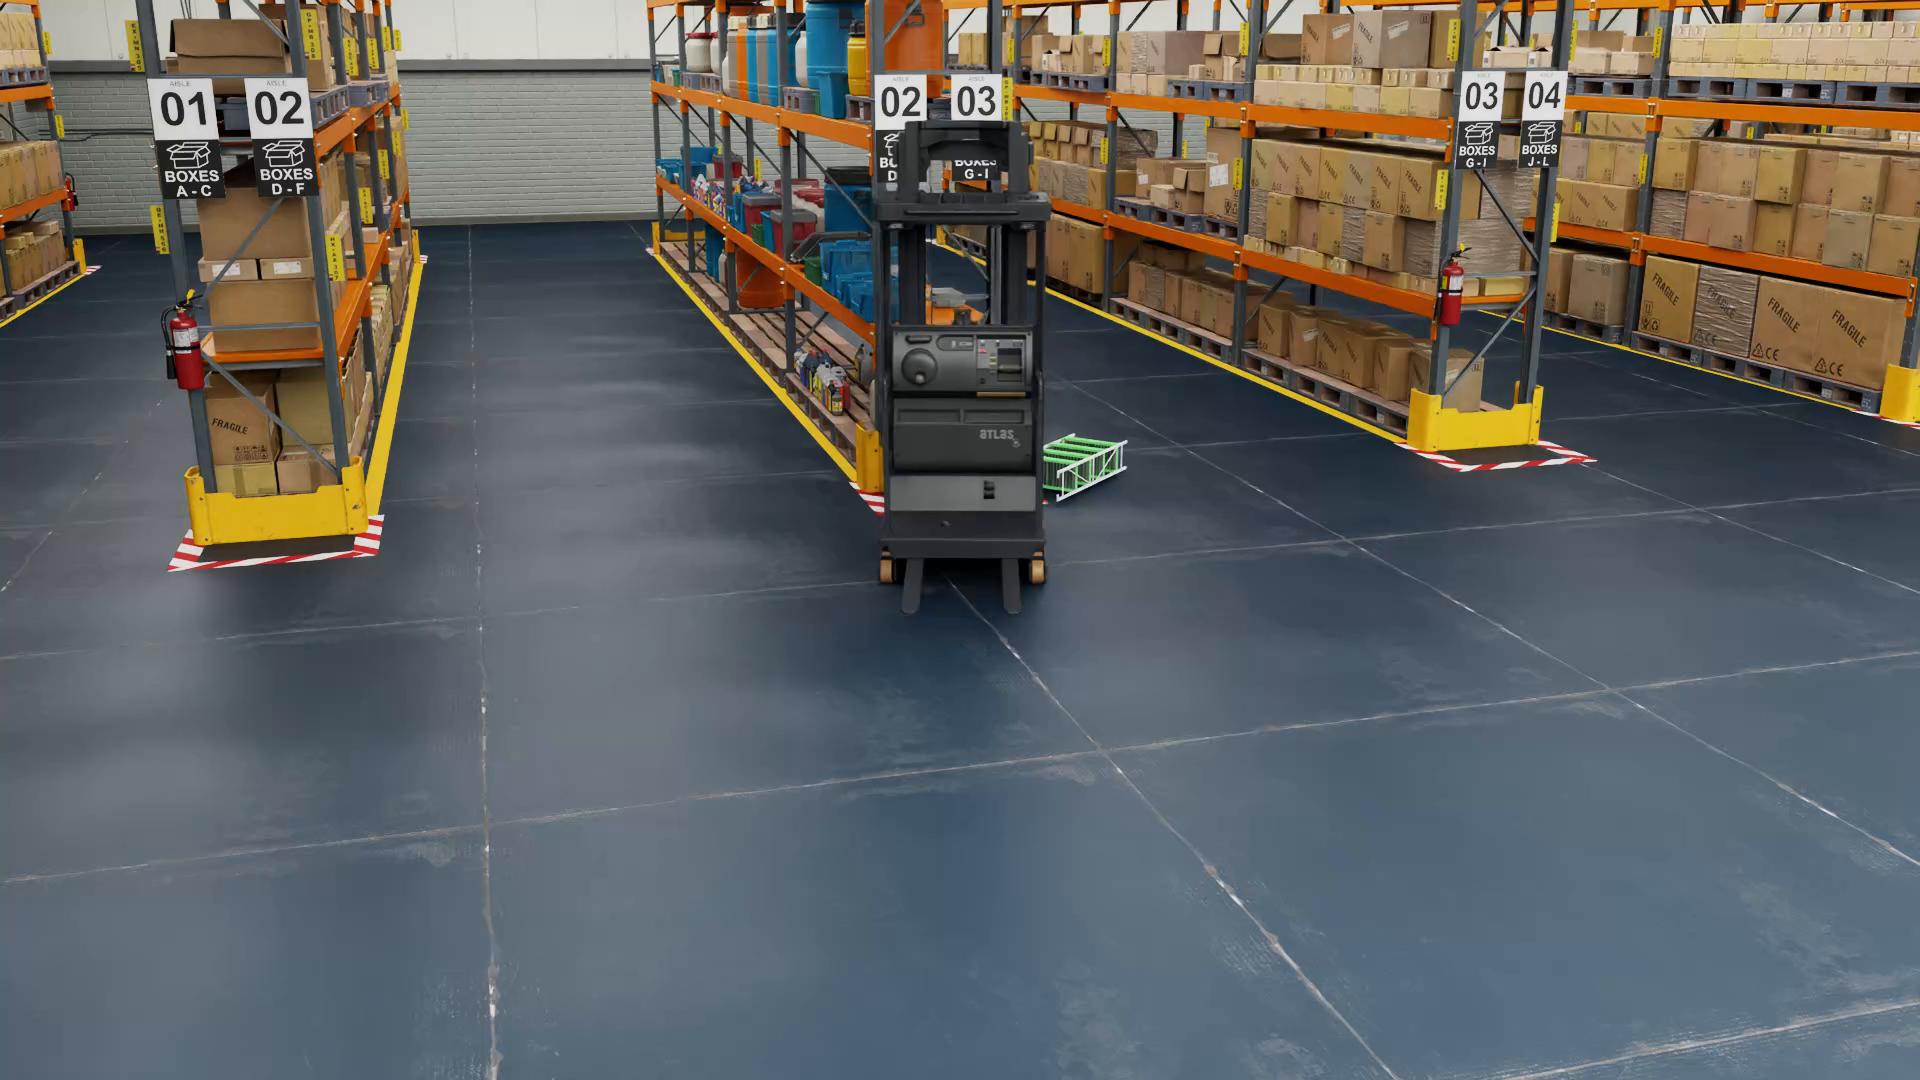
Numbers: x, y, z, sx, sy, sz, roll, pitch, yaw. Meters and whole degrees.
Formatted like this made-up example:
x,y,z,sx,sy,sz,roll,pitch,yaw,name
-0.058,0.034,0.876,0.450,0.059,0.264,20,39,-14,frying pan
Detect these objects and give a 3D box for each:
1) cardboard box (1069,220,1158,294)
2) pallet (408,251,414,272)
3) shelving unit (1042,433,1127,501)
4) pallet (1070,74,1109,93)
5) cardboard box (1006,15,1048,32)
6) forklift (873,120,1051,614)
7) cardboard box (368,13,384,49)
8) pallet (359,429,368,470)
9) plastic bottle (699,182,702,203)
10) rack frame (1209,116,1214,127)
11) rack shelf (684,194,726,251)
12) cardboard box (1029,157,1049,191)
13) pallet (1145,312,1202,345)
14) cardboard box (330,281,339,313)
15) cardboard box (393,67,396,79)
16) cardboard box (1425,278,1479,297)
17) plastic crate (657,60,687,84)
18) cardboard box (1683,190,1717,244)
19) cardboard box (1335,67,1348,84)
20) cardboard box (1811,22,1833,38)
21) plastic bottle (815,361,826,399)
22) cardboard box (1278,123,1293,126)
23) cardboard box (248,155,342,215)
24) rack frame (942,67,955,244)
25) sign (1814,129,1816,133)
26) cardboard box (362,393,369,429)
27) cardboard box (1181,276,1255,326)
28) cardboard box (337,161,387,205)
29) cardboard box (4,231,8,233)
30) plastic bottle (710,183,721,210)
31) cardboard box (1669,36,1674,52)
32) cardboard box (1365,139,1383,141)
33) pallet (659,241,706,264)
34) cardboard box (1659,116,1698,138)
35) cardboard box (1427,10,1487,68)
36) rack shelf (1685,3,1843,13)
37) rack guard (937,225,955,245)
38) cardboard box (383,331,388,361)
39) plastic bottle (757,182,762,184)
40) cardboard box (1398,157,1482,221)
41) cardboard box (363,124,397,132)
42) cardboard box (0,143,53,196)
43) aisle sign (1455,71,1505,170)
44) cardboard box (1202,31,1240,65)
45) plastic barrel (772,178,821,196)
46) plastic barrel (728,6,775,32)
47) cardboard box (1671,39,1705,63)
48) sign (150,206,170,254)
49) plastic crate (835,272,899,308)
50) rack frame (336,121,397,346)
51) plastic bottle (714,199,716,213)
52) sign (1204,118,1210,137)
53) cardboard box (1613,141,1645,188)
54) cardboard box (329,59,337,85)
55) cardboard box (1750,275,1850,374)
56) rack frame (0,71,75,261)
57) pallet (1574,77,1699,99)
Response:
x,y,z,sx,sy,sz,roll,pitch,yaw,name
2.218,-3.865,22.568,1.225,0.875,0.875,-6,18,-18,cardboard box
-9.096,-4.342,26.042,1.003,0.211,1.213,-5,17,-15,pallet
0.857,-0.598,13.431,0.503,0.258,1.200,10,19,30,shelving unit
2.159,-6.009,21.856,1.213,0.211,1.003,-4,17,-13,pallet
1.036,-7.949,25.604,0.500,0.250,0.500,-6,18,-19,cardboard box
0.018,-1.199,10.849,1.130,2.935,3.031,0,17,0,forklift
-8.409,-7.057,23.107,0.700,0.500,0.500,-5,17,-15,cardboard box
-5.522,-0.703,13.927,1.003,0.211,1.213,-5,17,-15,pallet
-3.540,-4.767,22.810,0.061,0.283,0.133,-5,17,-15,plastic bottle
4.986,-7.066,30.261,1.000,3.000,0.127,-5,17,-15,rack frame
-2.925,-4.306,22.323,1.077,0.370,4.000,-5,17,-15,rack shelf
1.313,-5.357,24.399,0.500,0.500,0.500,-5,17,-15,cardboard box
2.932,-2.600,20.241,1.003,0.211,1.213,-5,17,-15,pallet
-5.484,-2.100,13.555,0.700,0.500,0.500,-4,17,-14,cardboard box
-8.816,-7.024,25.168,0.500,0.250,0.500,-5,17,-15,cardboard box
4.309,-2.218,14.559,0.380,0.149,0.250,-5,17,-15,cardboard box
-4.418,-7.273,25.843,0.504,0.338,0.767,-5,17,-15,plastic crate
8.569,-3.567,18.352,0.875,0.550,0.550,-5,17,-15,cardboard box
3.778,-4.398,15.731,0.380,0.149,0.250,-4,17,-14,cardboard box
8.615,-5.005,16.334,0.380,0.149,0.250,-5,17,-16,cardboard box
-1.284,-1.507,15.595,0.144,0.351,0.185,-5,17,-16,plastic bottle
5.548,-6.880,27.213,0.500,0.500,0.500,-5,18,-17,cardboard box
-5.911,-3.147,14.786,0.700,0.500,0.500,-5,17,-15,cardboard box
0.189,-6.702,29.048,1.000,3.000,0.127,-5,17,-15,rack frame
12.435,-5.834,24.286,0.100,0.325,0.005,-5,17,-15,sign
-5.422,-1.097,14.440,0.500,0.250,0.500,-5,17,-15,cardboard box
3.071,-2.856,19.825,0.700,0.500,0.500,-6,18,-20,cardboard box
-7.488,-4.389,20.446,0.700,0.500,0.500,-1,17,-5,cardboard box
-13.618,-4.254,23.387,0.380,0.149,0.250,-5,17,-16,cardboard box
-3.214,-4.515,21.855,0.144,0.351,0.185,-5,17,-15,plastic bottle
11.153,-7.422,25.330,0.500,0.500,0.500,-5,17,-15,cardboard box
6.458,-6.155,25.902,0.380,0.149,0.250,-5,17,-17,cardboard box
-4.384,-4.743,27.376,1.003,0.211,1.213,-5,17,-15,pallet
11.111,-6.341,25.936,0.500,0.500,0.500,-5,17,-16,cardboard box
4.438,-4.574,15.192,0.500,0.500,0.500,-5,17,-15,cardboard box
15.038,-9.852,30.366,1.077,0.370,4.000,-5,17,-15,rack shelf
0.182,-5.511,29.430,1.175,0.500,0.348,-5,17,-15,rack guard
-6.335,-2.041,17.582,0.500,0.250,0.500,-4,17,-14,cardboard box
-2.779,-4.783,22.877,0.152,0.276,0.135,-5,17,-15,plastic bottle
4.197,-3.078,14.555,0.500,0.500,0.500,-5,17,-15,cardboard box
-8.239,-5.635,23.586,0.500,0.500,0.500,-5,18,-17,cardboard box
-13.739,-5.330,23.960,0.980,0.700,0.700,-5,17,-16,cardboard box
4.314,-3.480,13.805,0.394,0.787,0.004,-5,17,-15,aisle sign
3.032,-5.821,19.861,0.500,0.500,0.500,-4,17,-14,cardboard box
-1.956,-4.058,20.011,0.600,0.536,0.708,-5,17,-15,plastic barrel
-2.528,-6.098,20.348,0.600,0.830,0.708,-5,17,-15,plastic barrel
8.149,-5.345,18.159,0.500,0.250,0.500,-5,17,-15,cardboard box
-5.466,-2.123,11.380,0.100,0.325,0.005,-5,17,-15,sign
-0.775,-2.108,14.014,0.499,0.251,0.408,-5,17,-15,plastic crate
-7.139,-3.707,19.078,1.000,3.000,0.127,-5,17,-15,rack frame
-3.134,-4.339,21.528,0.097,0.201,0.097,0,17,0,plastic bottle
4.464,-7.437,29.993,0.100,0.325,0.005,-5,17,-15,sign
8.141,-4.410,19.508,0.700,0.500,0.500,-5,17,-16,cardboard box
-6.506,-4.700,16.701,0.500,0.250,0.500,-6,18,-20,cardboard box
8.889,-2.249,17.189,0.875,0.875,0.875,-5,17,-16,cardboard box
-14.099,-5.527,25.137,1.000,3.000,0.127,-5,17,-15,rack frame
7.984,-5.341,19.638,0.805,0.209,1.217,-5,18,-17,pallet
